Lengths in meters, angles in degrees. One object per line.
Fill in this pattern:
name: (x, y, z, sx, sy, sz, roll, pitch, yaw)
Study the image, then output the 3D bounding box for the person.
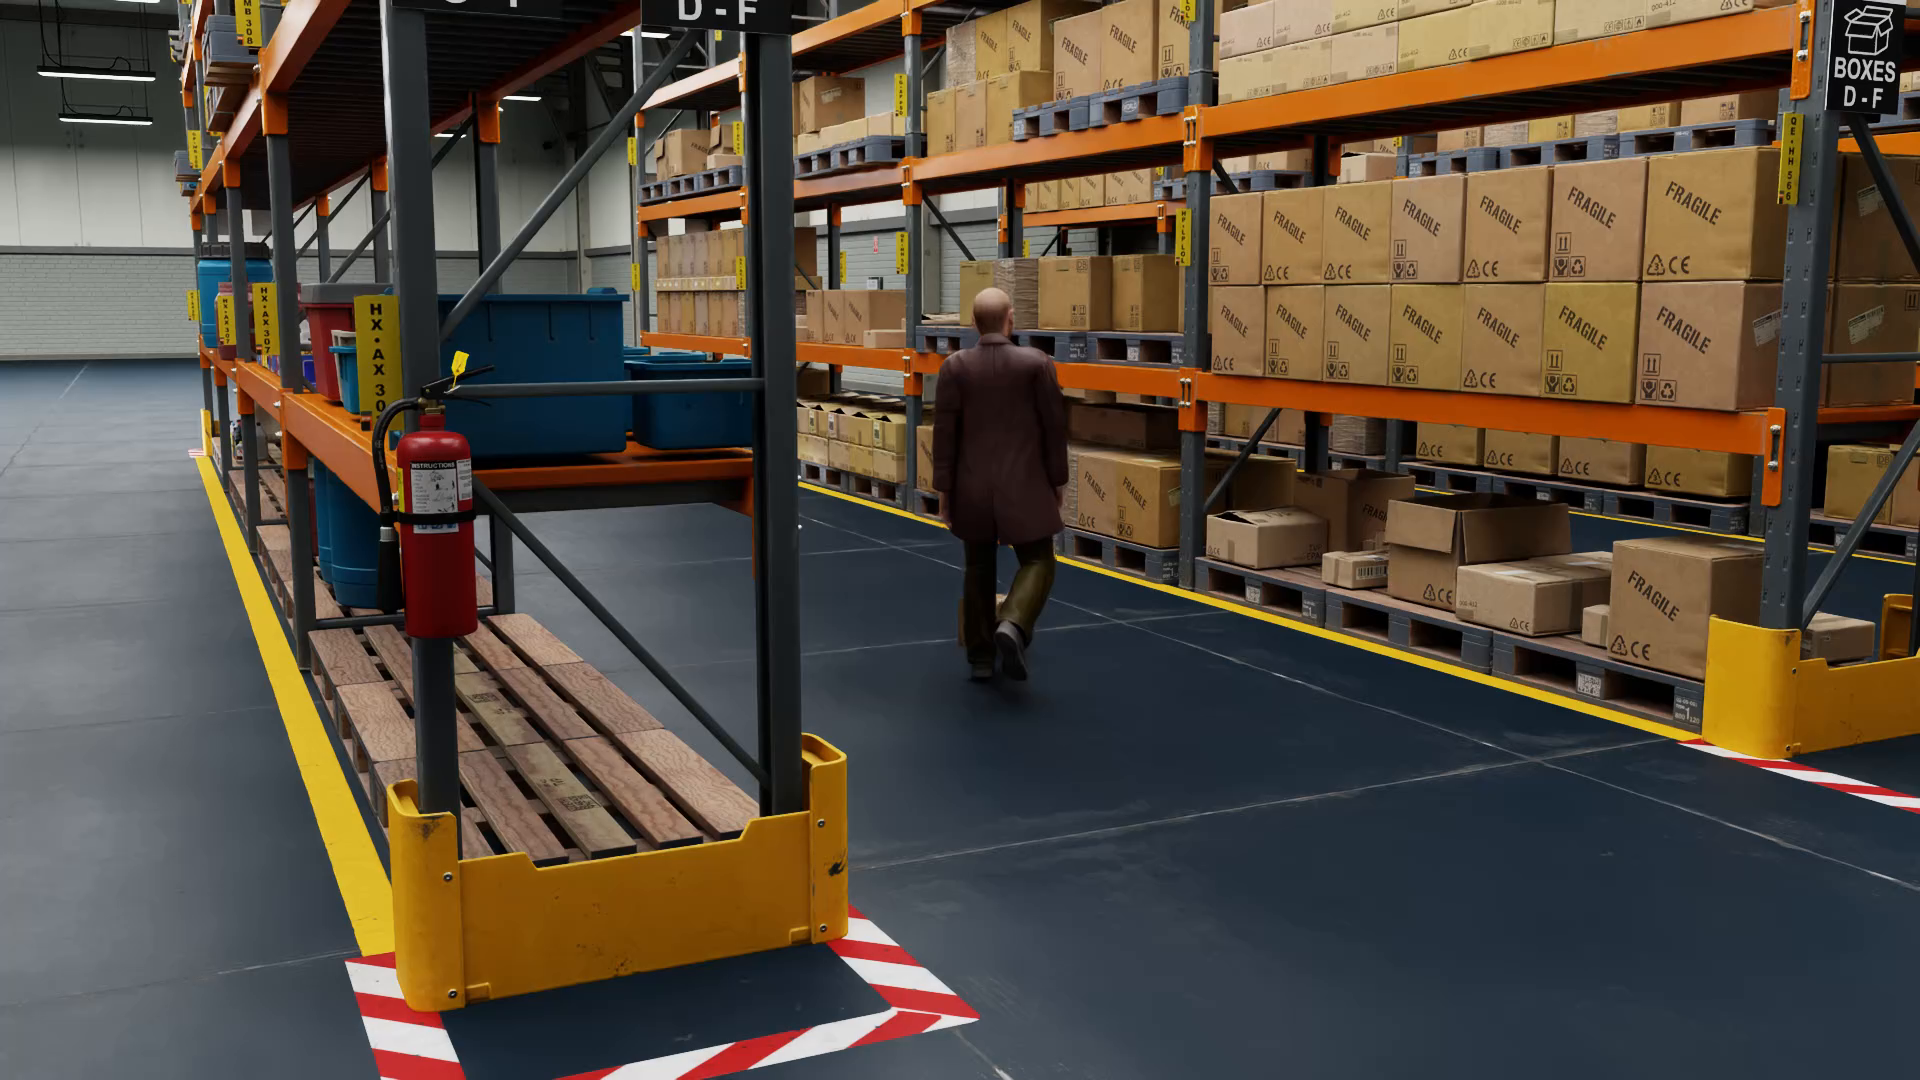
person: (0.170, -0.228, 7.390, 0.606, 1.764, 0.838, 2, 9, 12)
